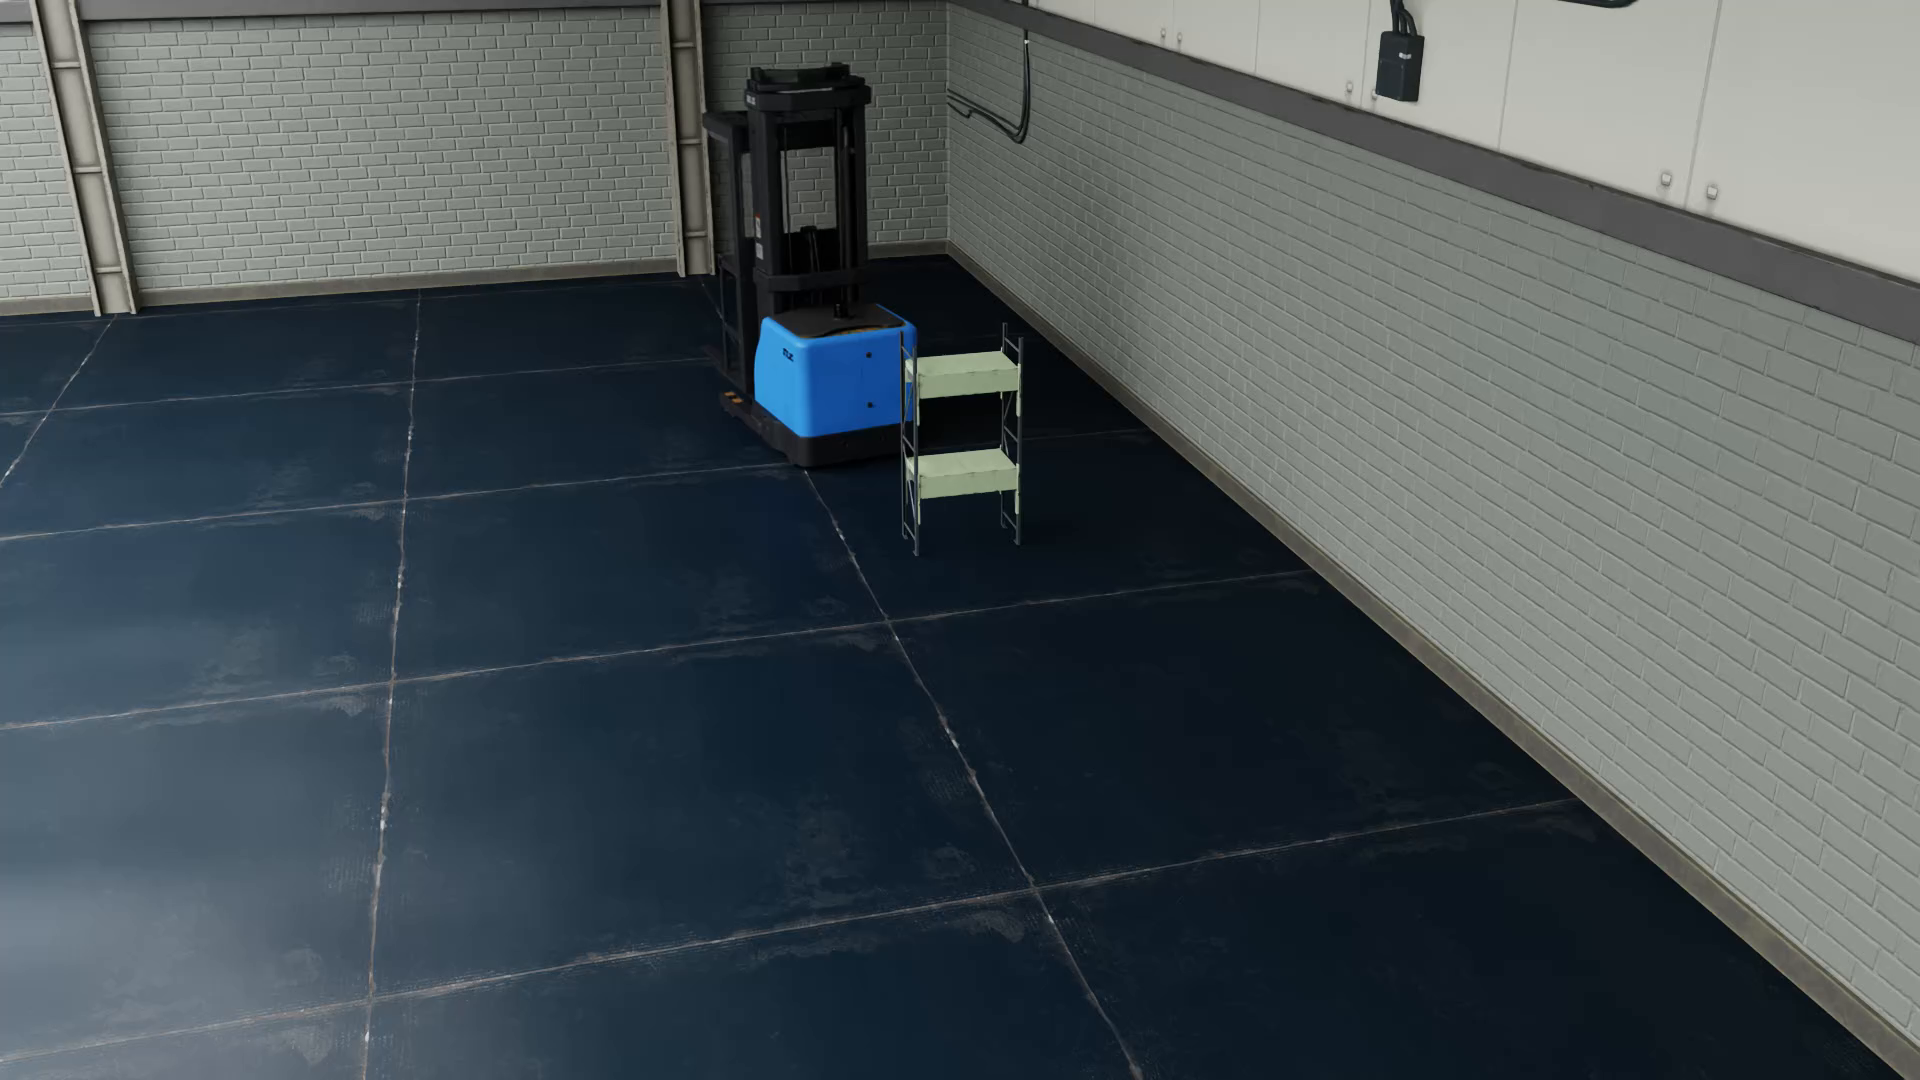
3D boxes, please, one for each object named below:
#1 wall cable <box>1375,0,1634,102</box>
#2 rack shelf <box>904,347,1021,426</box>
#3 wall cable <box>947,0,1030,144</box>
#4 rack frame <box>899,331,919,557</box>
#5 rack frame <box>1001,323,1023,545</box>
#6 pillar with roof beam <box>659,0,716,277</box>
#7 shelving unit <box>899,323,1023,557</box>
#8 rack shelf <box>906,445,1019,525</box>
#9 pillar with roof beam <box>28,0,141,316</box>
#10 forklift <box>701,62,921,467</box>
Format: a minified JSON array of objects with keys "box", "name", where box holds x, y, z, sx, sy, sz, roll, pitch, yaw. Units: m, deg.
[{"box":[2.766,-4.925,7.503,0.169,6.003,2.305,-6,24,-14],"name":"wall cable"},{"box":[0.006,-1.049,11.302,0.720,0.370,0.431,-6,24,-14],"name":"rack shelf"},{"box":[0.217,-5.541,17.189,0.112,2.526,3.097,-6,24,-14],"name":"wall cable"},{"box":[-0.346,-0.651,11.365,0.023,1.500,0.400,-6,24,-14],"name":"rack frame"},{"box":[0.359,-0.729,11.547,0.023,1.500,0.400,-6,24,-14],"name":"rack frame"},{"box":[-1.814,-5.522,13.207,0.400,9.000,9.100,-6,24,-14],"name":"pillar with roof beam"},{"box":[0.006,-0.690,11.456,0.755,1.500,0.431,-6,24,-14],"name":"shelving unit"},{"box":[0.006,-0.390,11.584,0.720,0.370,0.431,-6,24,-14],"name":"rack shelf"},{"box":[-7.591,-4.883,11.717,0.400,9.000,9.100,-6,24,-14],"name":"pillar with roof beam"},{"box":[-1.421,-2.458,13.761,1.130,2.935,3.031,-11,26,-24],"name":"forklift"}]
